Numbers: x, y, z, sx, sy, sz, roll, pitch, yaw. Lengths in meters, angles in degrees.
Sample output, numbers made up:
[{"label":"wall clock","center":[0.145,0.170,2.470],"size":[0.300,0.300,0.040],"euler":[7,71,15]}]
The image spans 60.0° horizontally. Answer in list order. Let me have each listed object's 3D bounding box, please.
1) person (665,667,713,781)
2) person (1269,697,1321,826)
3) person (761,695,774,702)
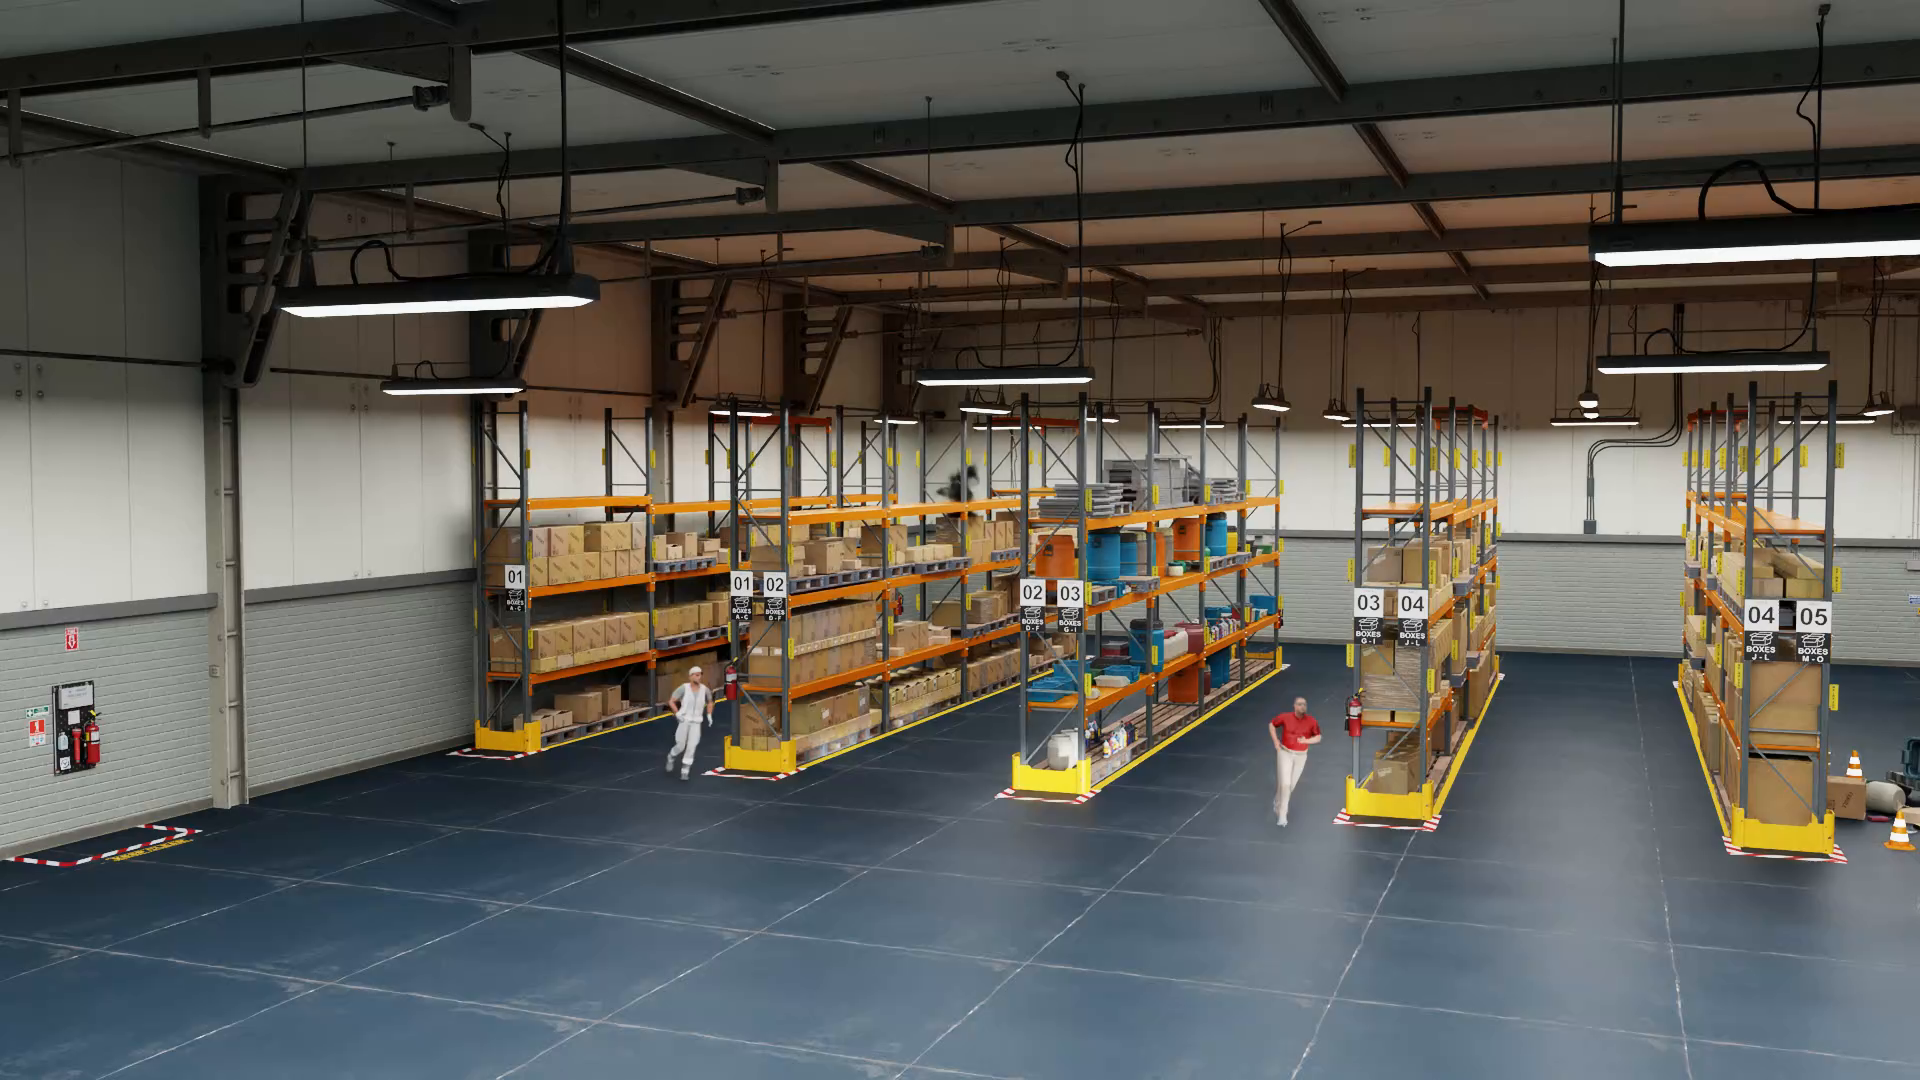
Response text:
[{"label":"person","center":[-4.219,2.860,26.170],"size":[0.724,1.752,0.746],"euler":[-1,3,-26]},{"label":"person","center":[4.655,3.049,23.081],"size":[0.676,1.773,0.857],"euler":[0,3,-5]},{"label":"person","center":[-3.522,2.651,30.579],"size":[0.610,1.726,0.782],"euler":[1,3,14]}]
